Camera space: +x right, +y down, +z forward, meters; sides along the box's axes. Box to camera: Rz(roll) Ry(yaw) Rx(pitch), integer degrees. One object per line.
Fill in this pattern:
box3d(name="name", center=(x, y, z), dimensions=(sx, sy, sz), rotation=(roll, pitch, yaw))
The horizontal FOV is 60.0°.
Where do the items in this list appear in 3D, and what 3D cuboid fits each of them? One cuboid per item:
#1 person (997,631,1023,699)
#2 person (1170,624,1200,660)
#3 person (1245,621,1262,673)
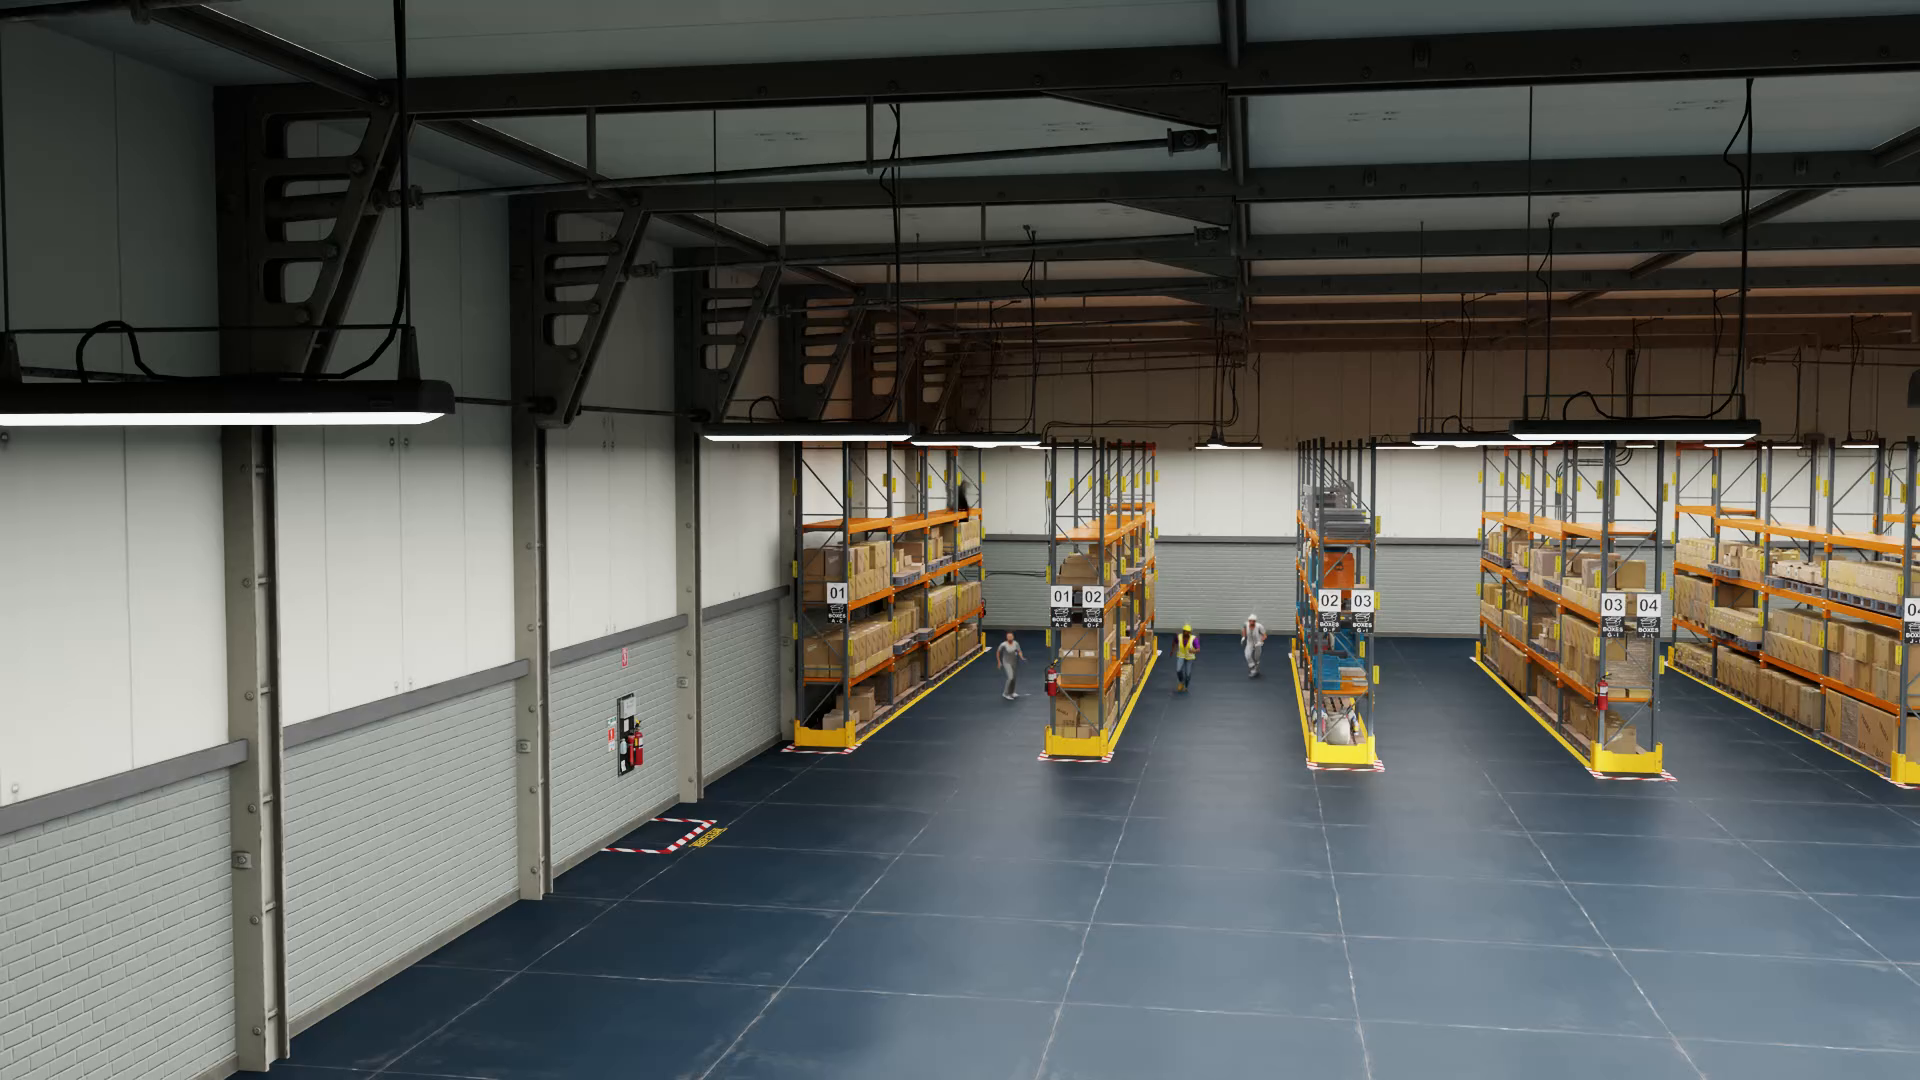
box3d(name="person", center=(1.191, 2.908, 38.617), dimensions=(0.592, 1.628, 0.771), rotation=(-2, 4, -34))
box3d(name="person", center=(5.334, 2.417, 39.368), dimensions=(0.714, 0.848, 0.789), rotation=(0, 3, 9))
box3d(name="person", center=(7.567, 2.724, 42.551), dimensions=(0.429, 1.339, 0.921), rotation=(1, 3, 22))
